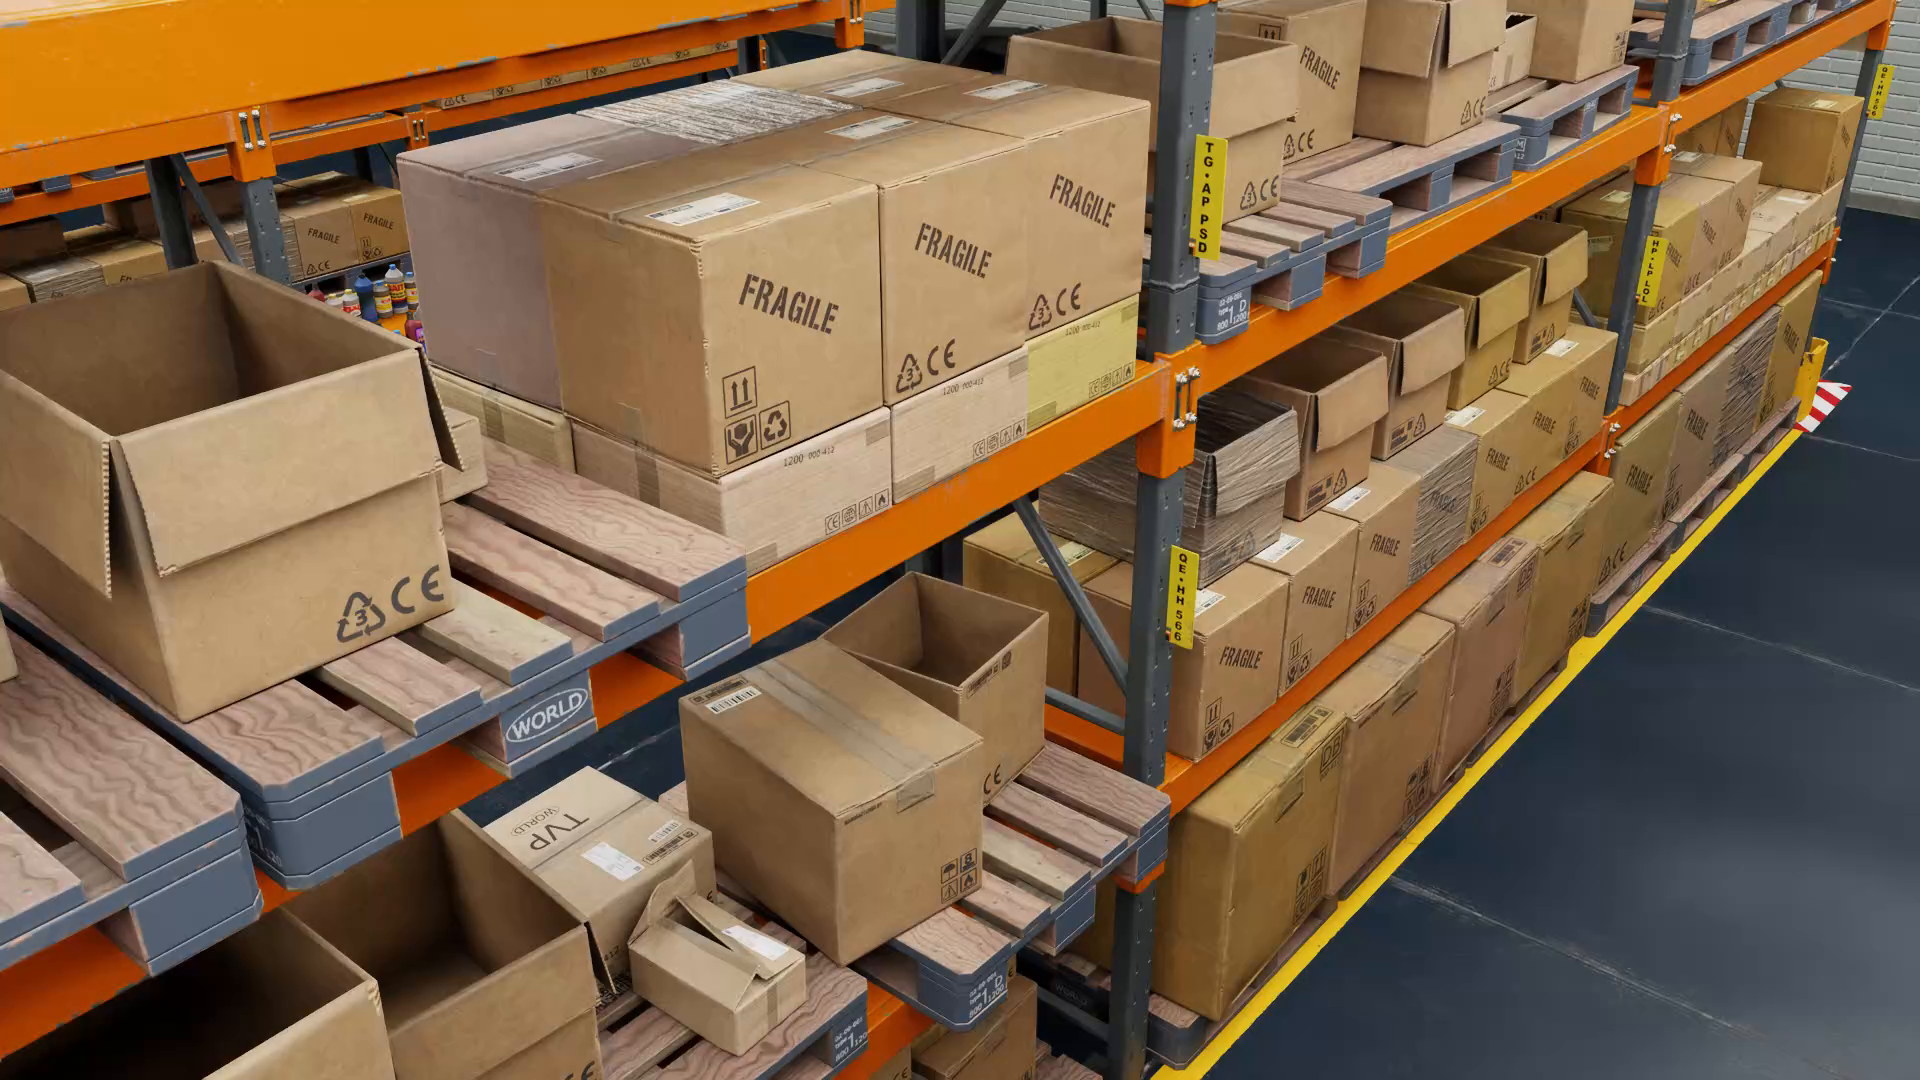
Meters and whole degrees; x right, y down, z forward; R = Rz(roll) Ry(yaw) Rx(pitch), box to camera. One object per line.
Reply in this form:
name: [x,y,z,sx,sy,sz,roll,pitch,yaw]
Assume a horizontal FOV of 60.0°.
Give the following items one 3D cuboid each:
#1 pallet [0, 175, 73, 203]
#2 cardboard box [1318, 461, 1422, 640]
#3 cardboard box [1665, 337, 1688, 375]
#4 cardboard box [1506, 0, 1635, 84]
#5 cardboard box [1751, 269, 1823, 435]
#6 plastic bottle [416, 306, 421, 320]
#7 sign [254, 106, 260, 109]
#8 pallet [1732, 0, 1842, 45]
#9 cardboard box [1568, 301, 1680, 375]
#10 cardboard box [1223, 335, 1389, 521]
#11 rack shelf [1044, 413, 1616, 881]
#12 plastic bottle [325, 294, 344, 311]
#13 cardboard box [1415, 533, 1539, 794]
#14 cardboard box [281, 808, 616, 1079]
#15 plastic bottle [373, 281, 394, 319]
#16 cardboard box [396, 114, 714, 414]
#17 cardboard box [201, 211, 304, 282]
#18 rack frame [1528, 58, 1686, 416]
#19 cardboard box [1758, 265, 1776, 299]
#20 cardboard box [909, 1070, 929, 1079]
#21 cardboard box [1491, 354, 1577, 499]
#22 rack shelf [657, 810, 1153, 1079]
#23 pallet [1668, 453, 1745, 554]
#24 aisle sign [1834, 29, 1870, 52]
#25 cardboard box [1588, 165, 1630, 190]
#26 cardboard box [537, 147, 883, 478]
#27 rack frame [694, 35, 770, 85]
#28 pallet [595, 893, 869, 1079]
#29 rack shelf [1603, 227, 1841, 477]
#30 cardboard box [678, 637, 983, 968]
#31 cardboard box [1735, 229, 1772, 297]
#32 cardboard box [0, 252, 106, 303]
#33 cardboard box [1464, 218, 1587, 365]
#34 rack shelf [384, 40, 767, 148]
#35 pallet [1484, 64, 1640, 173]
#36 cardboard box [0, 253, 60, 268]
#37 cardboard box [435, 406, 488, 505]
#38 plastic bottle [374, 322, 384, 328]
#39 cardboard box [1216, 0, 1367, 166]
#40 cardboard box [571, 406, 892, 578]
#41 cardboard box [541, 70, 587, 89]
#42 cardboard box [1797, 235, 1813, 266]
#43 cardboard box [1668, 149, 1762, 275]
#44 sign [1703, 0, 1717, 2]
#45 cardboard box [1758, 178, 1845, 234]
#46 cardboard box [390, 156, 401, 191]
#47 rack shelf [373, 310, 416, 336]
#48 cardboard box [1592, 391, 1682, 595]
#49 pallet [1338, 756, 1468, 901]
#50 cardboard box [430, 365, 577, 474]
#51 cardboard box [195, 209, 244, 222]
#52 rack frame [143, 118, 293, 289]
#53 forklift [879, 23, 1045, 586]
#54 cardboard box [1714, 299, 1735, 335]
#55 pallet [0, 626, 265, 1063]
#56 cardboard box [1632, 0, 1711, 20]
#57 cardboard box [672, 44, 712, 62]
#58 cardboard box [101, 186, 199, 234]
pallet: [-7.028,-2.575,11.672,1.213,0.211,1.003,21,34,34]
cardboard box: [1.405,-0.006,6.389,0.500,0.500,0.500,20,33,34]
cardboard box: [3.560,-1.004,8.699,0.380,0.149,0.250,22,35,36]
cardboard box: [2.420,-2.276,7.054,0.700,0.500,0.500,22,34,36]
cardboard box: [4.980,-1.332,10.915,0.875,0.875,0.875,21,34,34]
plastic bottle: [-2.766,-1.118,8.782,0.152,0.276,0.135,21,34,34]
sign: [-3.156,-2.078,7.352,0.100,0.325,0.005,21,34,34]
pallet: [4.086,-2.932,8.984,1.003,0.211,1.213,21,34,34]
cardboard box: [3.282,-1.077,8.406,0.500,0.250,0.500,20,33,34]
cardboard box: [1.131,-0.478,6.208,0.797,0.503,0.637,22,34,36]
rack shelf: [1.509,0.108,7.060,1.077,0.370,4.000,21,34,34]
plastic bottle: [-3.423,-1.248,9.113,0.097,0.201,0.097,0,27,0]
cardboard box: [1.821,0.386,7.595,1.225,0.875,0.875,19,33,33]
cardboard box: [-1.276,1.041,3.903,0.637,0.503,0.797,-24,36,-39]
plastic bottle: [-3.237,-1.351,9.314,0.097,0.201,0.097,0,27,0]
cardboard box: [-0.901,-0.651,3.826,0.500,0.500,0.500,20,33,33]
cardboard box: [-5.594,-2.294,13.161,0.500,0.500,0.500,21,34,35]
rack frame: [2.781,-0.921,8.266,1.000,3.000,0.127,21,34,34]
cardboard box: [4.540,-1.551,9.756,0.380,0.149,0.250,21,34,35]
cardboard box: [-0.517,1.856,5.140,0.700,0.500,0.500,18,32,30]
cardboard box: [2.374,-0.546,7.433,0.500,0.500,0.500,22,35,36]
rack shelf: [-1.036,1.526,4.319,1.077,0.370,4.000,21,34,34]
pallet: [4.101,-0.364,10.223,1.003,0.211,1.213,21,34,34]
aisle sign: [5.602,-3.432,10.290,0.394,0.787,0.004,21,34,34]
cardboard box: [3.189,-1.737,8.867,0.500,0.500,0.500,21,34,35]
cardboard box: [-0.518,-0.503,3.541,0.500,0.500,0.500,21,34,35]
rack frame: [-2.317,-5.236,16.606,1.000,3.000,0.127,21,34,34]
pallet: [-0.991,1.296,4.189,1.003,0.211,1.213,21,34,34]
rack shelf: [4.053,-1.311,9.802,1.077,0.370,4.000,21,34,34]
cardboard box: [-0.354,0.696,4.573,0.500,0.500,0.700,-22,35,-36]
cardboard box: [4.247,-1.609,9.436,0.500,0.250,0.500,21,34,34]
cardboard box: [-6.566,-1.750,12.109,0.500,0.500,0.500,19,33,33]
cardboard box: [2.381,-1.182,7.570,0.797,0.503,0.637,20,33,33]
rack shelf: [-3.589,-4.207,15.401,1.077,0.370,4.000,21,34,34]
pallet: [2.236,-1.829,6.964,0.805,0.209,1.217,19,33,32]
cardboard box: [-6.991,-1.885,12.370,0.500,0.500,0.500,22,35,36]
cardboard box: [-1.192,-0.194,3.393,0.380,0.166,0.250,20,33,33]
plastic bottle: [-2.966,-0.985,8.530,0.097,0.271,0.097,0,27,0]
cardboard box: [1.050,-1.635,5.816,0.500,0.500,0.500,23,35,37]
cardboard box: [-0.503,-0.171,3.715,0.500,0.250,0.500,22,34,36]
cardboard box: [-3.683,-4.322,14.732,0.500,0.500,0.500,21,34,34]
cardboard box: [5.027,-1.823,10.284,0.380,0.149,0.250,21,34,35]
cardboard box: [3.929,-1.773,8.936,0.500,0.500,0.500,20,33,33]
sign: [3.206,-2.468,7.086,0.100,0.325,0.005,21,34,34]
cardboard box: [5.222,-2.155,10.491,0.500,0.250,0.500,20,33,34]
cardboard box: [-4.717,-3.188,14.889,0.500,0.500,0.500,21,34,34]
rack shelf: [-2.313,-1.340,9.859,1.077,0.370,4.000,21,34,34]
cardboard box: [3.262,-0.375,9.065,0.875,0.875,0.875,21,34,34]
pallet: [1.572,1.048,7.495,1.003,0.211,1.213,21,34,34]
cardboard box: [-0.905,-0.309,3.982,0.500,0.250,0.500,22,34,35]
cardboard box: [-6.011,-2.435,13.434,0.500,0.500,0.500,21,34,35]
rack frame: [-3.585,-0.950,8.323,1.000,3.000,0.127,21,34,34]
forklift: [0.247,-1.018,8.528,1.130,2.935,3.031,-10,29,-19]
cardboard box: [4.050,-1.277,9.227,0.380,0.149,0.250,21,34,35]
pallet: [-1.833,0.479,2.500,1.213,0.211,1.003,21,34,34]
cardboard box: [3.232,-2.824,8.005,0.700,0.500,0.500,19,33,32]
cardboard box: [-2.719,-4.857,15.765,0.500,0.500,0.500,21,34,35]
cardboard box: [-6.311,-2.603,12.943,0.500,0.250,0.500,20,33,33]
